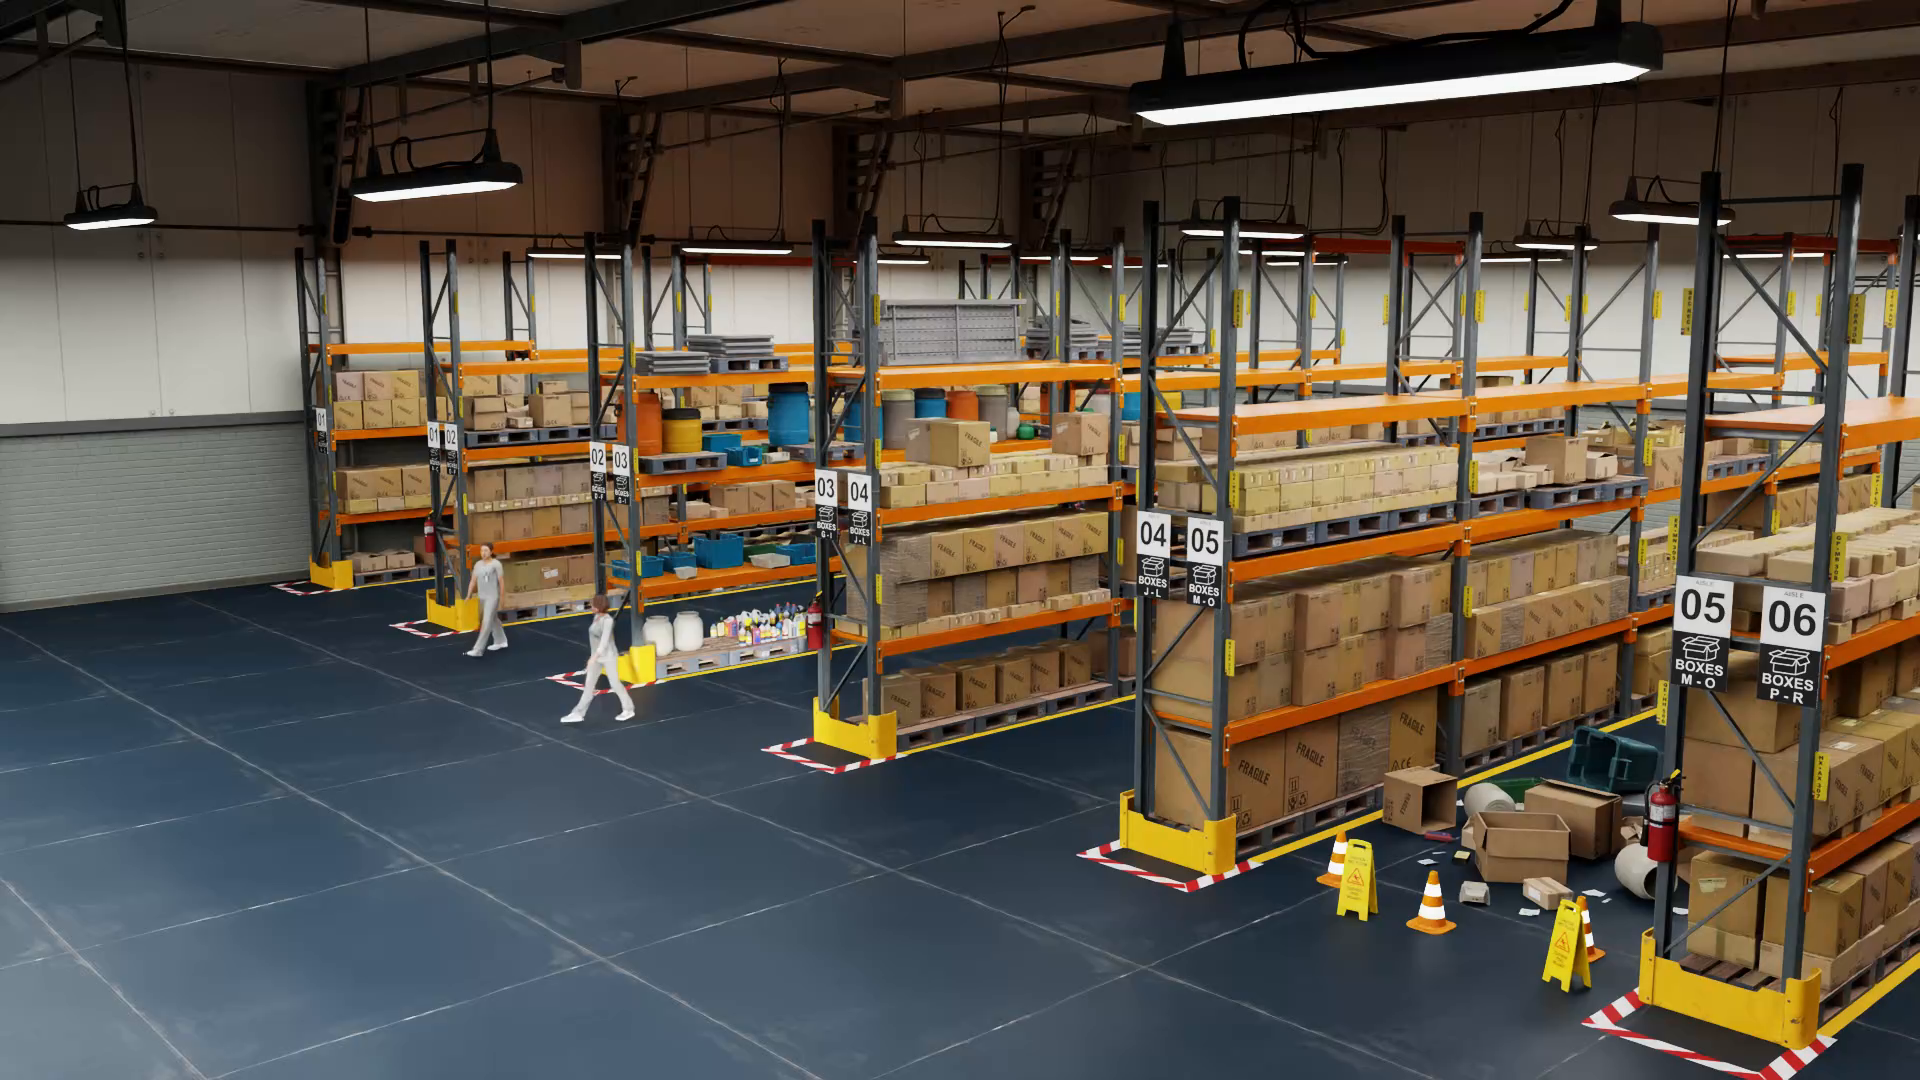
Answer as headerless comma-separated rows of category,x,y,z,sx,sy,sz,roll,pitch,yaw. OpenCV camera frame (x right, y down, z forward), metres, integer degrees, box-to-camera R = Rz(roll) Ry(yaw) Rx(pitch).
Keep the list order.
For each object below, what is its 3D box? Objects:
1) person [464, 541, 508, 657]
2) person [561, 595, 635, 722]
person,-6.849,0.836,23.936,0.465,1.635,0.913,4,9,25
person,-4.388,1.450,20.088,0.932,1.544,0.435,-6,10,-37
